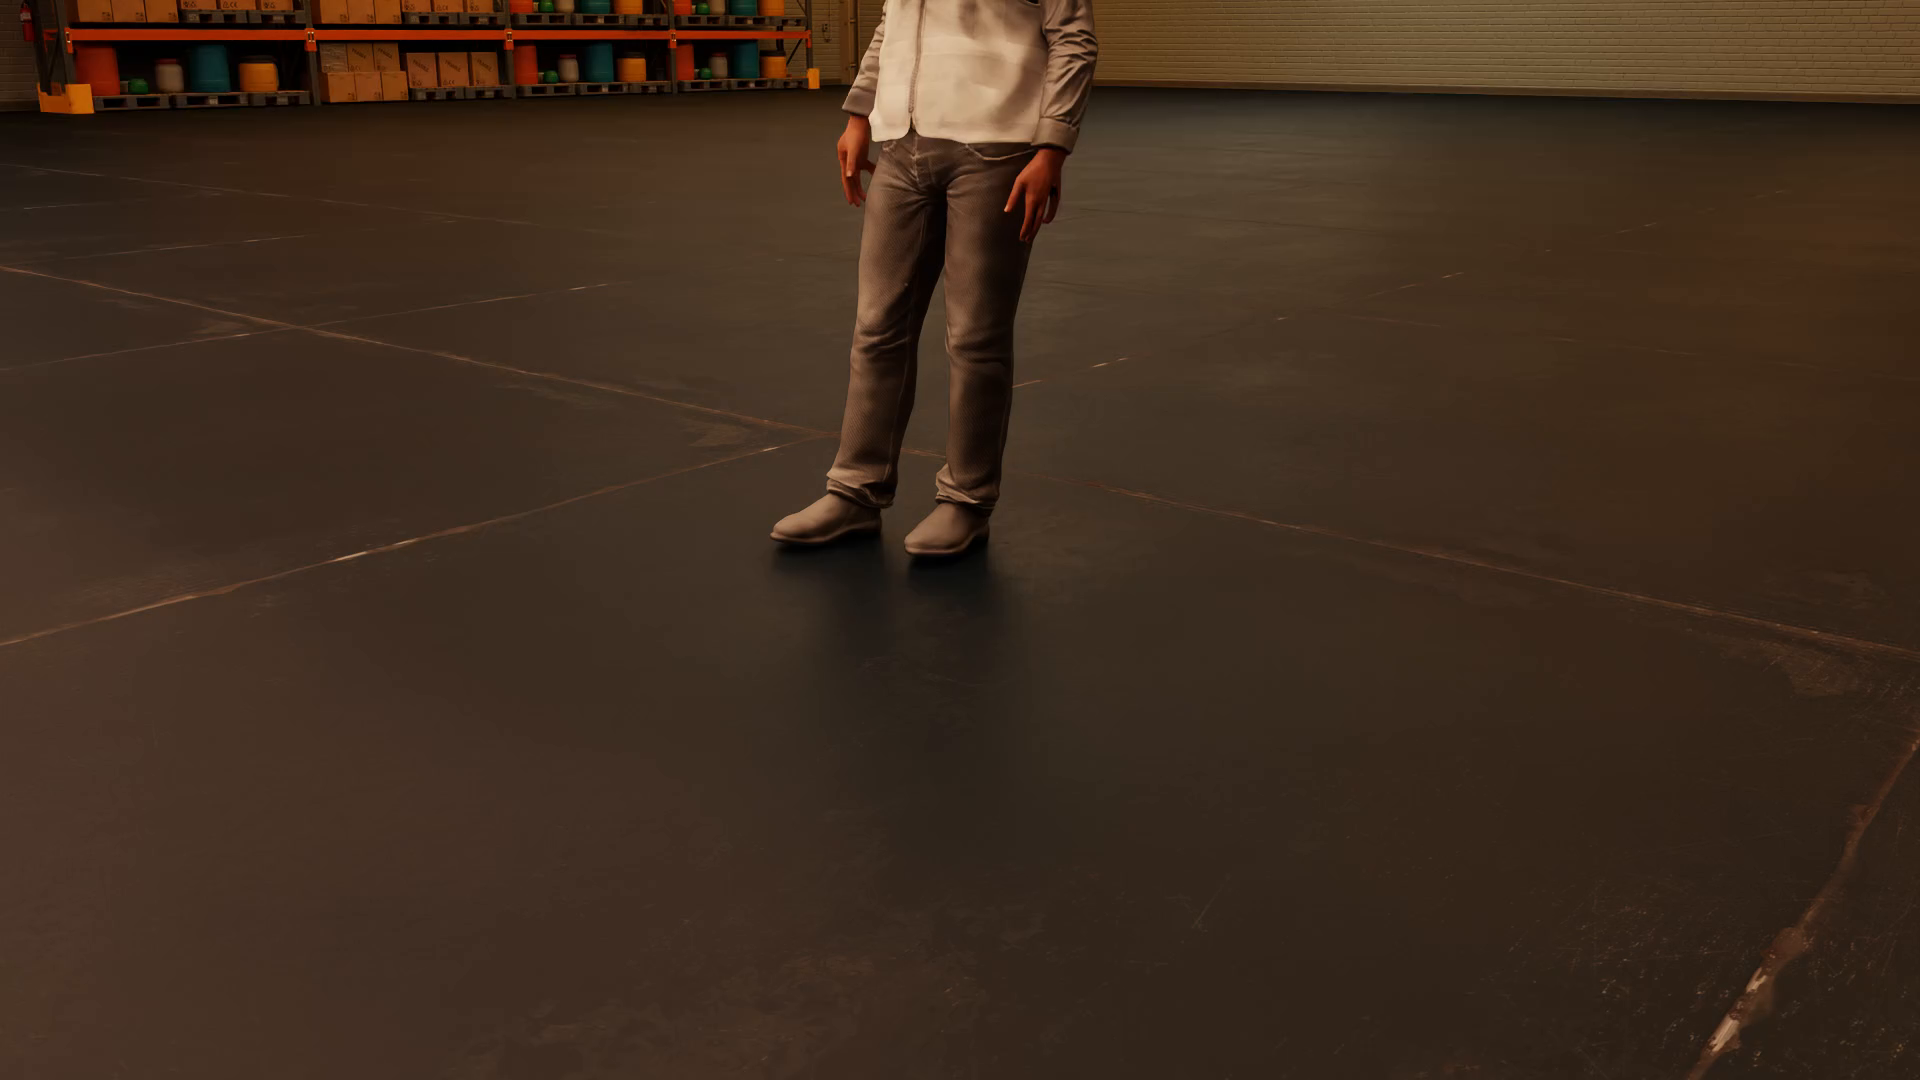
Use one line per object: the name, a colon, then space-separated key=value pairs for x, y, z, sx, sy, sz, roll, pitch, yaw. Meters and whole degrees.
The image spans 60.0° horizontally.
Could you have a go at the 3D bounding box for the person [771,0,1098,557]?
person: x=-0.046 y=-0.844 z=3.641 sx=0.632 sy=1.773 sz=0.568 roll=13 pitch=21 yaw=37
